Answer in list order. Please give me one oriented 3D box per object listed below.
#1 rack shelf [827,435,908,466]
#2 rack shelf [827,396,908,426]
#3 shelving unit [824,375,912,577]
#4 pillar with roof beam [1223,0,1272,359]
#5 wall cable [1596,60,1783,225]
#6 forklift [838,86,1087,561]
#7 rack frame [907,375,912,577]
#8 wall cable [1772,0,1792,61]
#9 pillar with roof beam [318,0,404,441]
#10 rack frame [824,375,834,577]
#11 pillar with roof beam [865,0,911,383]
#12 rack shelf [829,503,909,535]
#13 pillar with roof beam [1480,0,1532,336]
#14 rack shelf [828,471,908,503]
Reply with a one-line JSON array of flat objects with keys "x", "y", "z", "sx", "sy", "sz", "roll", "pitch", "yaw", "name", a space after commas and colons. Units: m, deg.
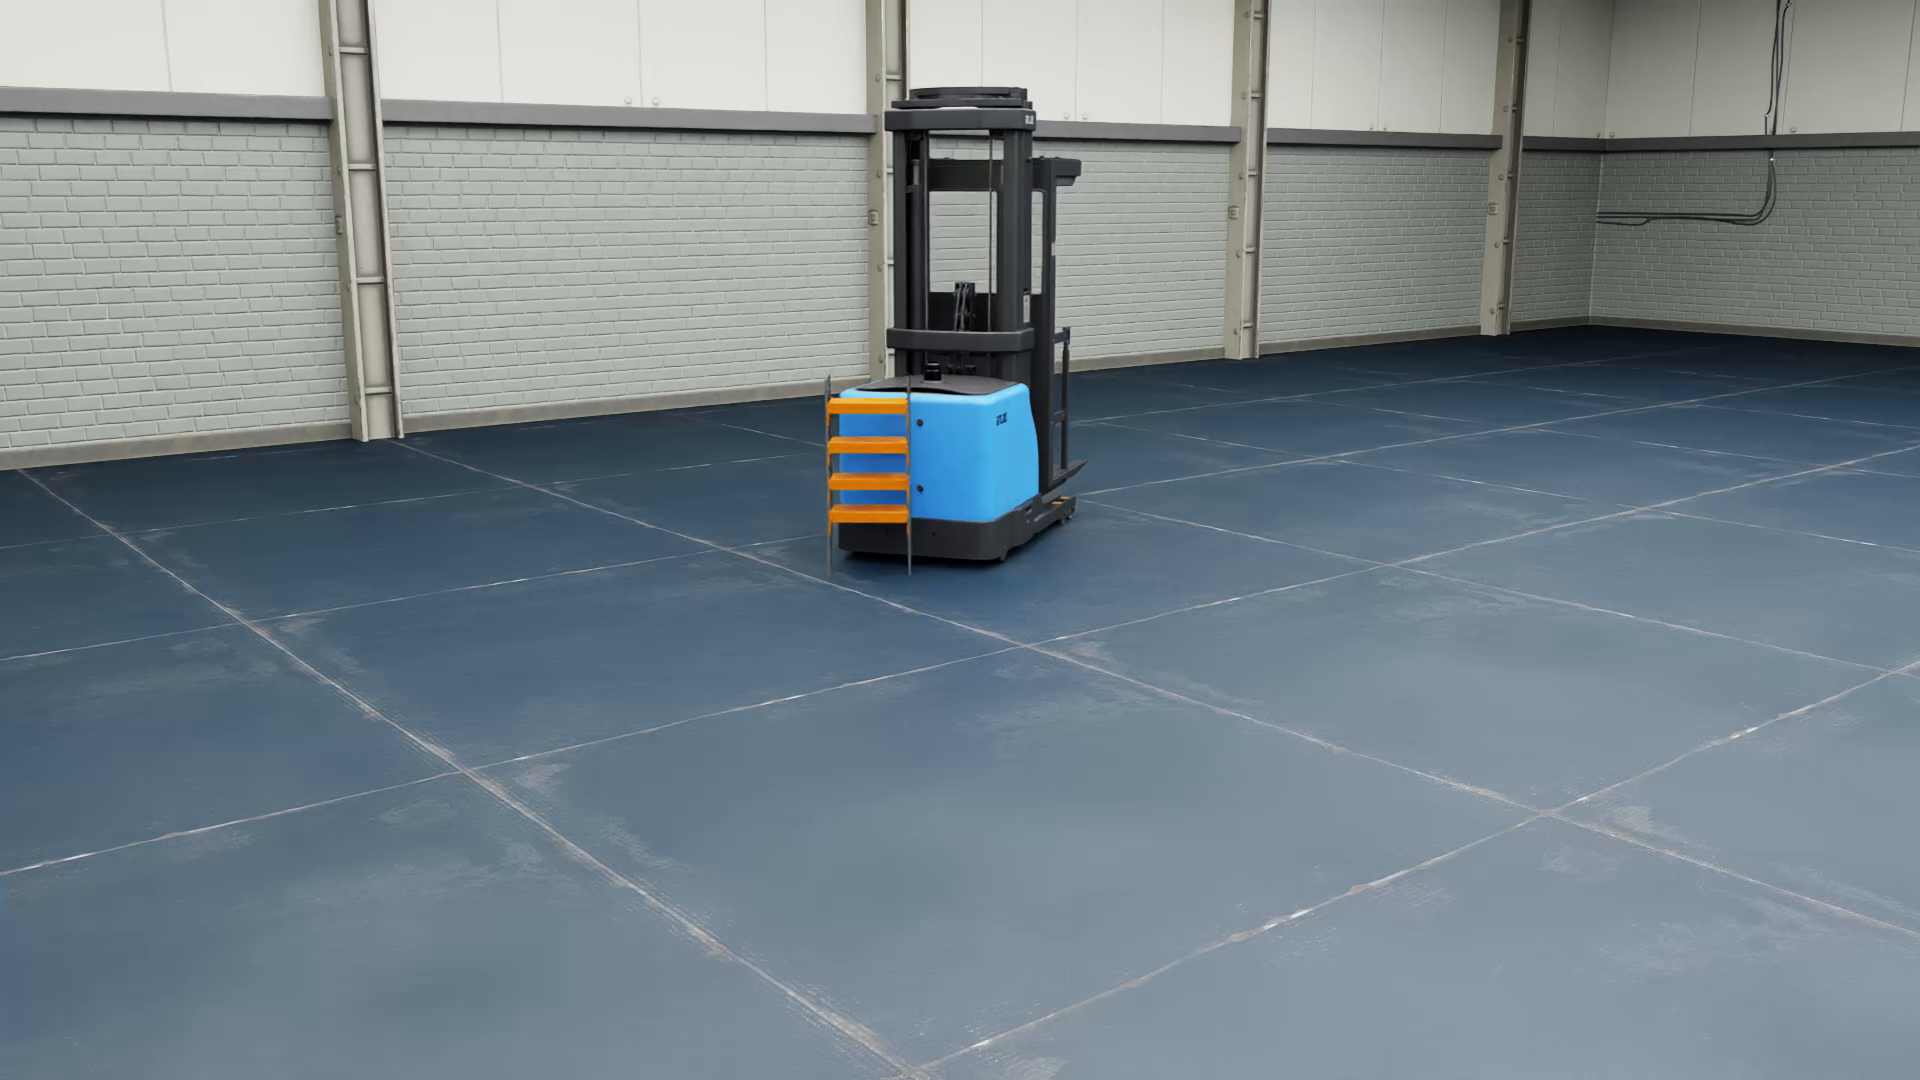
[{"x": -0.549, "y": -0.542, "z": 10.041, "sx": 0.480, "sy": 0.148, "sz": 0.258, "roll": 0, "pitch": 12, "yaw": 1, "name": "rack shelf"}, {"x": -0.549, "y": -0.774, "z": 9.992, "sx": 0.480, "sy": 0.148, "sz": 0.258, "roll": 0, "pitch": 12, "yaw": 1, "name": "rack shelf"}, {"x": -0.549, "y": -0.389, "z": 10.074, "sx": 0.503, "sy": 1.200, "sz": 0.258, "roll": 0, "pitch": 12, "yaw": 1, "name": "shelving unit"}, {"x": 6.574, "y": -6.226, "z": 18.783, "sx": 0.400, "sy": 9.000, "sz": 9.100, "roll": -9, "pitch": 15, "yaw": -38, "name": "pillar with roof beam"}, {"x": 11.696, "y": -6.351, "z": 26.851, "sx": 0.112, "sy": 2.526, "sz": 3.097, "roll": -9, "pitch": 15, "yaw": -38, "name": "wall cable"}, {"x": 0.186, "y": -1.564, "z": 11.440, "sx": 1.130, "sy": 2.935, "sz": 3.031, "roll": 4, "pitch": 13, "yaw": 18, "name": "forklift"}, {"x": -0.305, "y": -0.389, "z": 10.071, "sx": 0.015, "sy": 1.200, "sz": 0.240, "roll": 0, "pitch": 12, "yaw": 1, "name": "rack frame"}, {"x": 13.386, "y": -8.383, "z": 24.260, "sx": 0.112, "sy": 2.526, "sz": 3.097, "roll": -9, "pitch": 15, "yaw": -38, "name": "wall cable"}, {"x": -2.797, "y": -4.669, "z": 11.450, "sx": 0.400, "sy": 9.000, "sz": 9.100, "roll": -9, "pitch": 15, "yaw": -38, "name": "pillar with roof beam"}, {"x": -0.793, "y": -0.390, "z": 10.077, "sx": 0.015, "sy": 1.200, "sz": 0.240, "roll": 0, "pitch": 12, "yaw": 1, "name": "rack frame"}, {"x": 1.888, "y": -5.447, "z": 15.117, "sx": 0.400, "sy": 9.000, "sz": 9.100, "roll": -9, "pitch": 15, "yaw": -38, "name": "pillar with roof beam"}, {"x": -0.549, "y": -0.129, "z": 10.129, "sx": 0.480, "sy": 0.148, "sz": 0.258, "roll": 0, "pitch": 12, "yaw": 1, "name": "rack shelf"}, {"x": 11.259, "y": -7.004, "z": 22.450, "sx": 0.400, "sy": 9.000, "sz": 9.100, "roll": -9, "pitch": 15, "yaw": -38, "name": "pillar with roof beam"}, {"x": -0.549, "y": -0.324, "z": 10.088, "sx": 0.480, "sy": 0.148, "sz": 0.258, "roll": 0, "pitch": 12, "yaw": 1, "name": "rack shelf"}]
